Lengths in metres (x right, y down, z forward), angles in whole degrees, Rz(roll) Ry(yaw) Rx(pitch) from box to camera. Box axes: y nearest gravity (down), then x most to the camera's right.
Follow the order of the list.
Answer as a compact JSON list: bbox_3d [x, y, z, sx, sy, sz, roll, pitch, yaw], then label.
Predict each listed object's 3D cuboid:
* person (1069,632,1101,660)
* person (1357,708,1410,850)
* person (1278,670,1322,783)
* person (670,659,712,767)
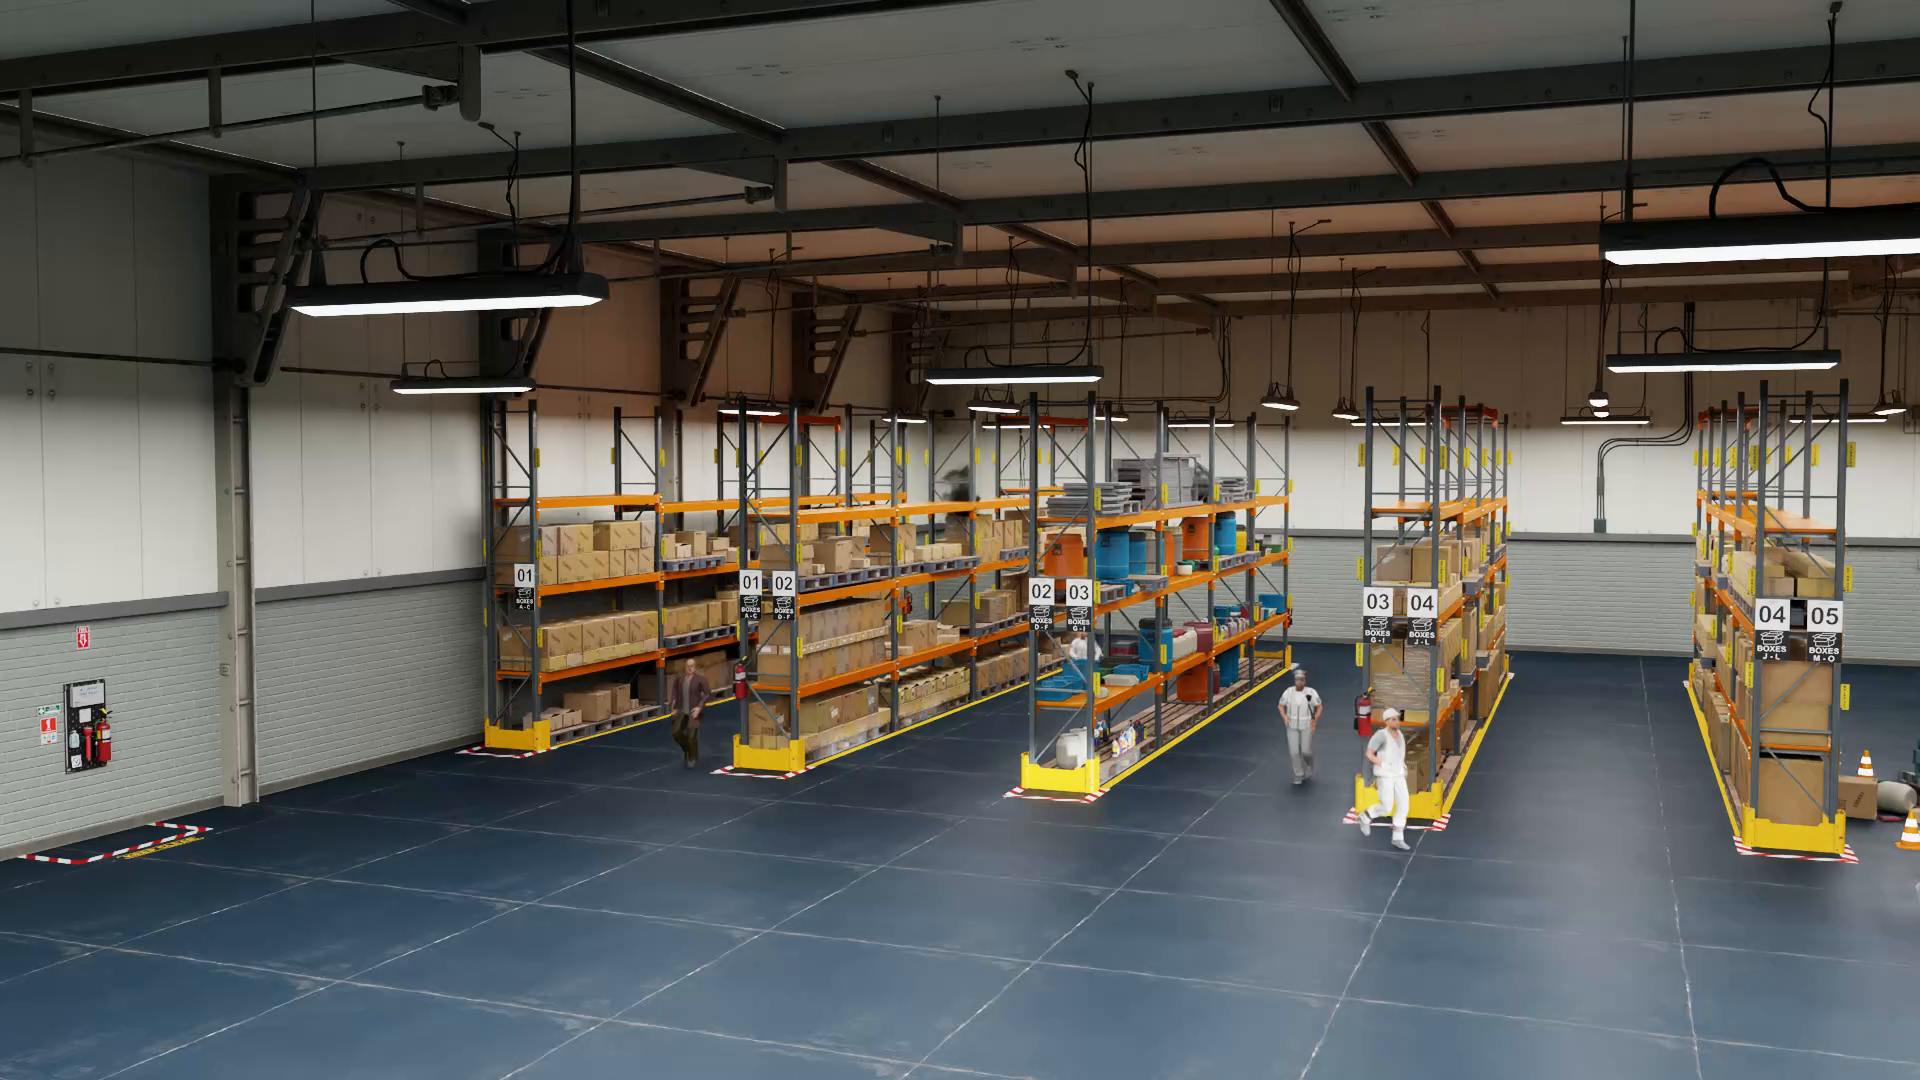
[{"bbox_3d":[2.470,2.512,33.333,0.590,1.660,0.619,1,3,20],"label":"person"},{"bbox_3d":[5.515,3.060,21.511,0.679,1.791,0.804,-2,4,-40],"label":"person"},{"bbox_3d":[5.233,2.865,25.660,0.669,1.750,0.594,1,3,19],"label":"person"},{"bbox_3d":[-4.406,2.805,26.946,0.737,1.743,0.570,1,3,16],"label":"person"}]
